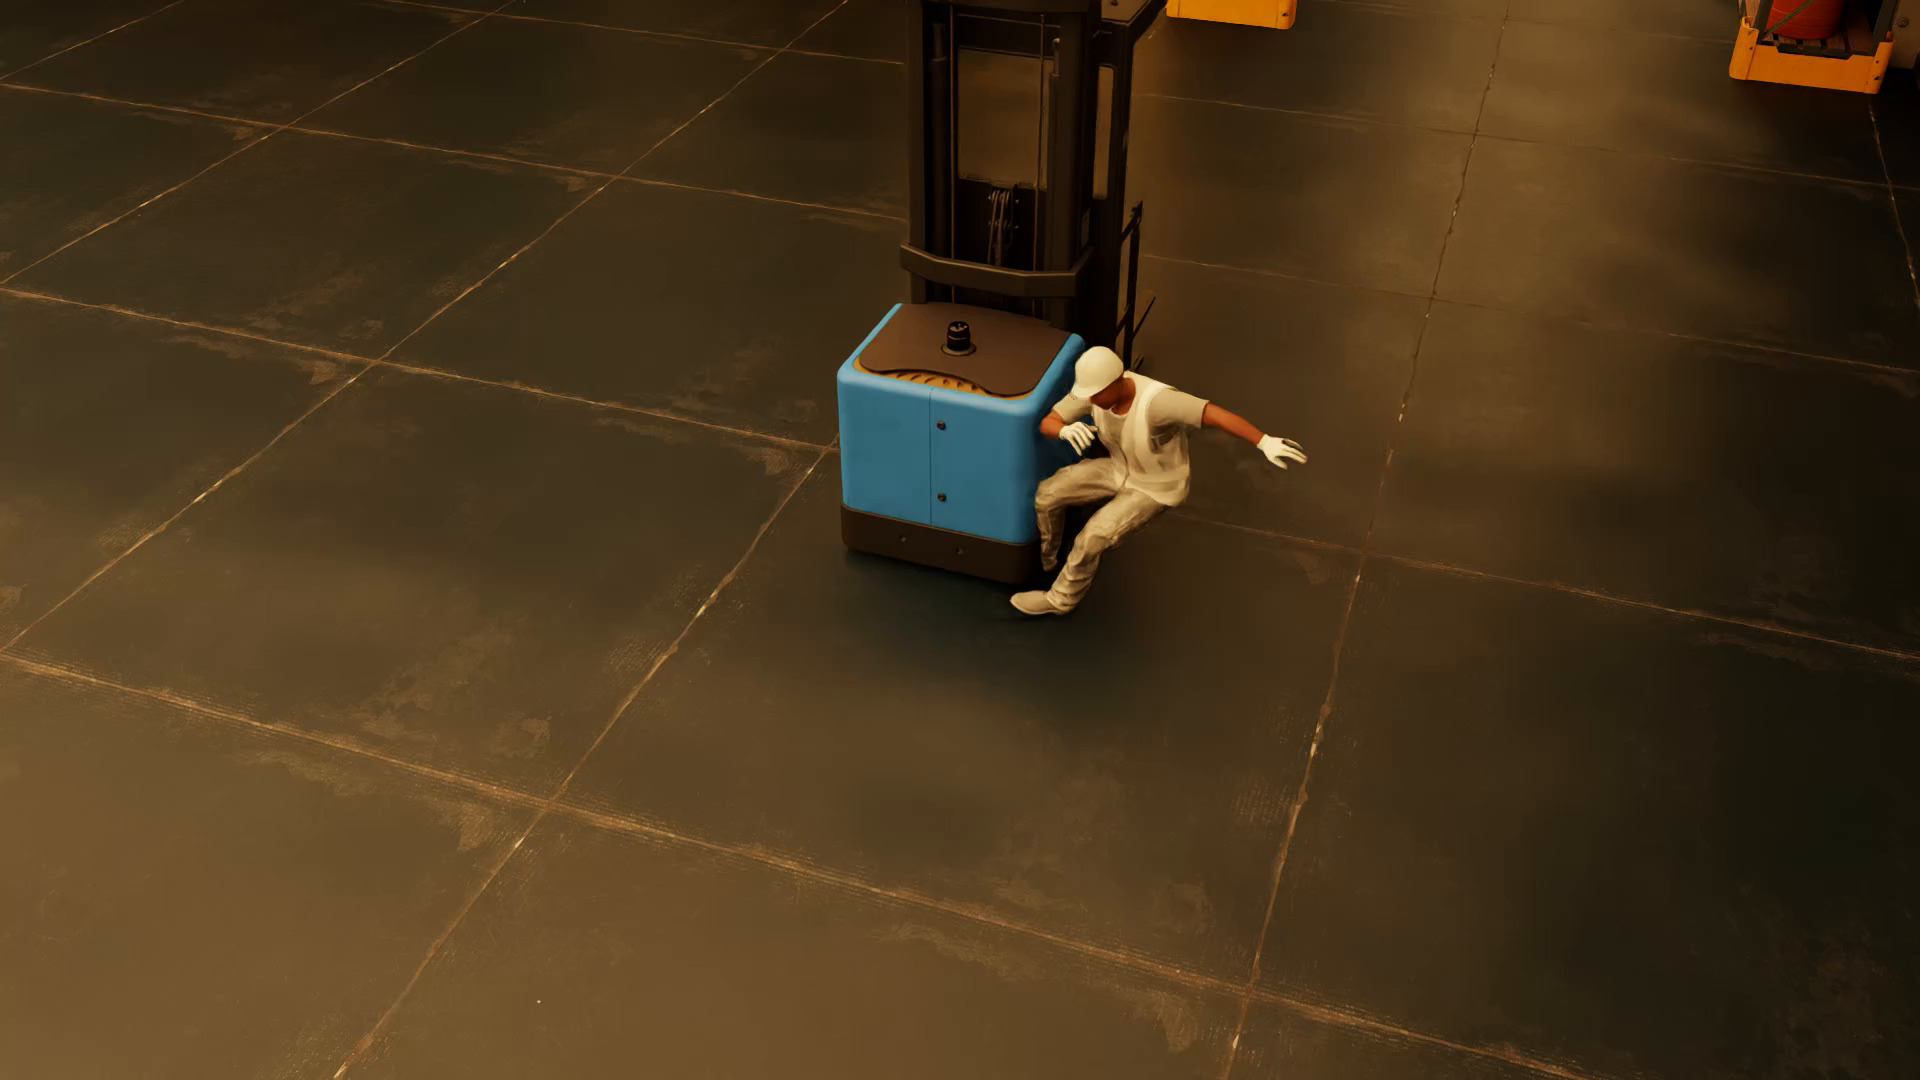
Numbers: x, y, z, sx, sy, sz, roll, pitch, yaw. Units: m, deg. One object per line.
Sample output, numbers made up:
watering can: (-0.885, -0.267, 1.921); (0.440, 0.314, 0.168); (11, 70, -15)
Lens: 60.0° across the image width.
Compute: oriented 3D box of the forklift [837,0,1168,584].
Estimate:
forklift: (0.385, -1.826, 8.686); (1.130, 2.935, 3.031); (12, 37, 17)

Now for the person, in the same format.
person: (0.796, -0.198, 7.691); (0.859, 1.422, 1.334); (-24, 42, -30)
